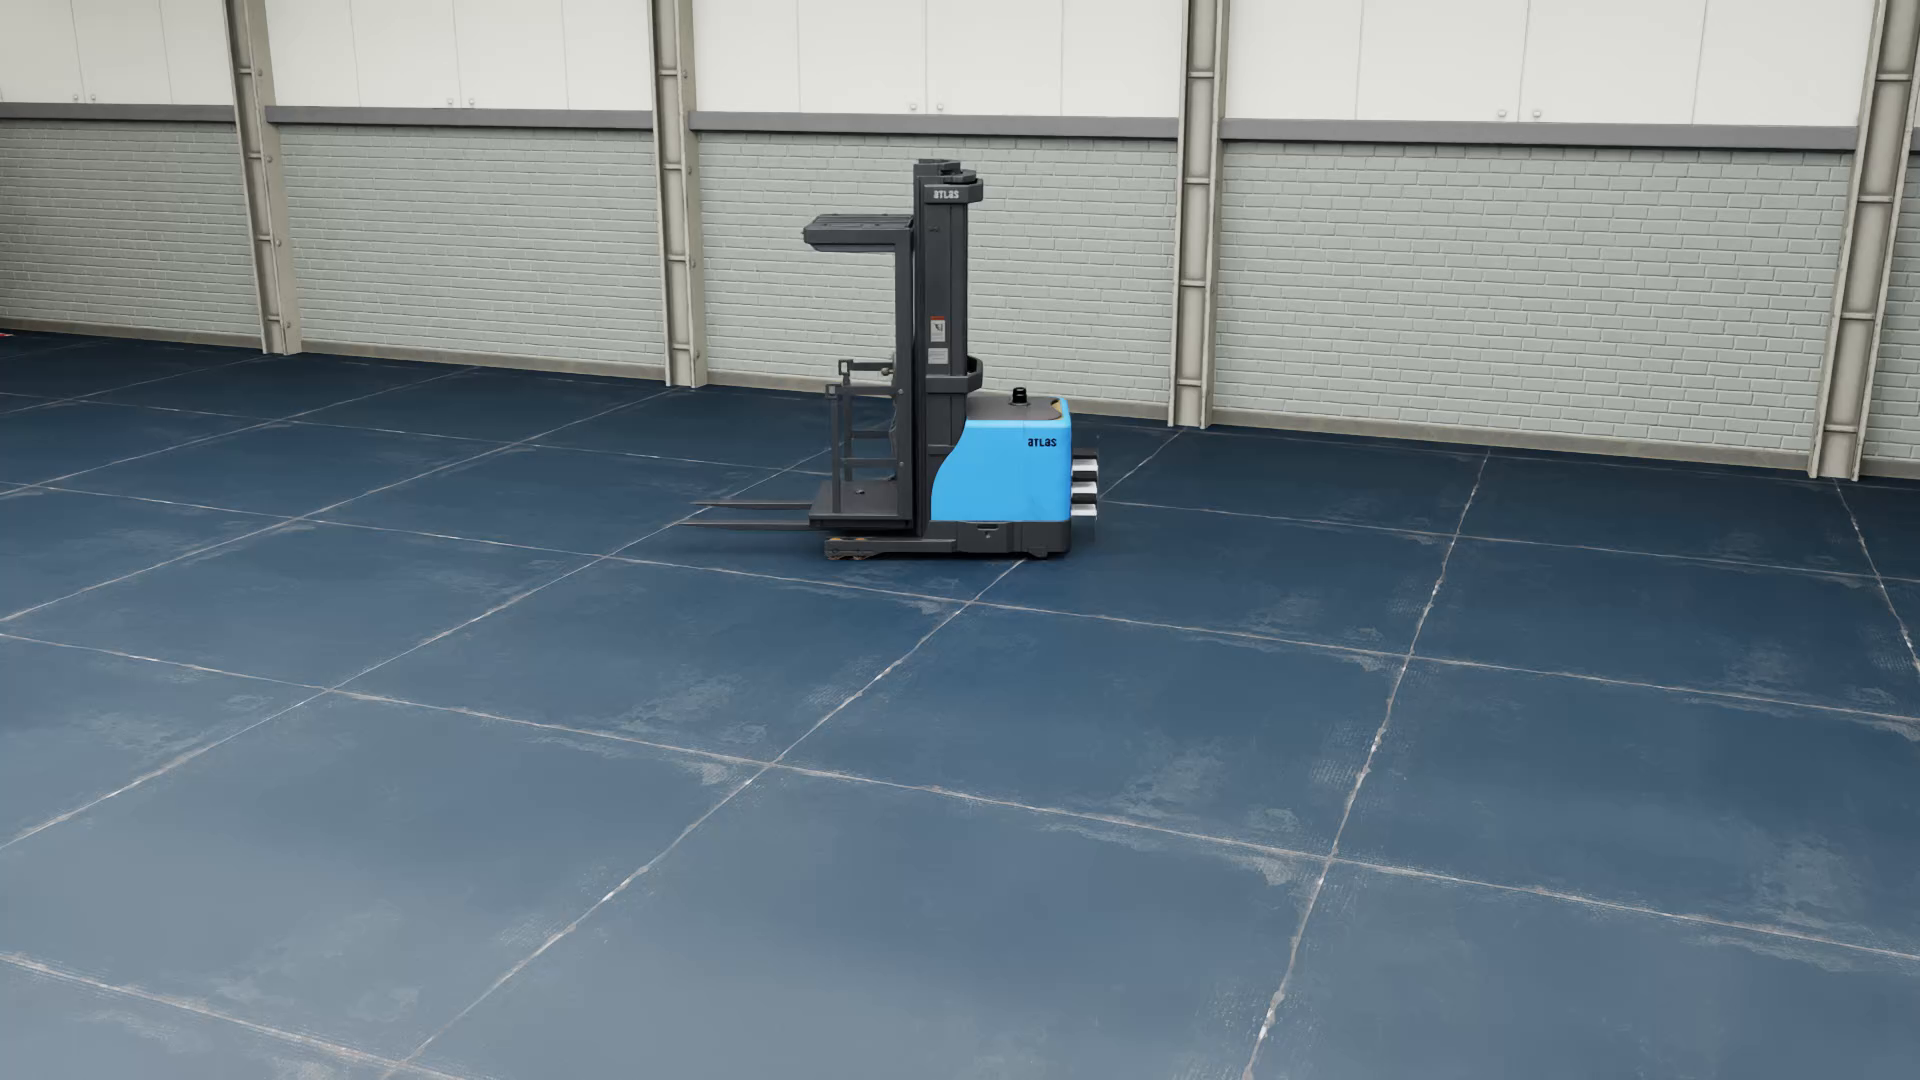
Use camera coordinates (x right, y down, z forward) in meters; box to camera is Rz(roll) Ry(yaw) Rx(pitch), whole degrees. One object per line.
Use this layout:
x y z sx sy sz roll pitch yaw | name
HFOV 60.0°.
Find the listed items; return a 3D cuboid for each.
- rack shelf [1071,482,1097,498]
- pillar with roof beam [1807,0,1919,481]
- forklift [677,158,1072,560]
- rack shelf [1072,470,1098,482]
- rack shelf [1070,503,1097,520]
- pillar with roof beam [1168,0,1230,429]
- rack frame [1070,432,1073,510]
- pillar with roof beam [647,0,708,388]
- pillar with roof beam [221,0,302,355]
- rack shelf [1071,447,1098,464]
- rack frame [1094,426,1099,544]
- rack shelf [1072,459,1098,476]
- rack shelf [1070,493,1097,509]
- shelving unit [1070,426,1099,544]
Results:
0.971 -0.399 13.055 0.200 0.077 0.258 0 16 1 | rack shelf
6.397 -3.795 10.105 0.400 9.000 9.100 6 17 21 | pillar with roof beam
-0.656 -1.403 12.748 3.031 2.935 1.130 0 16 1 | forklift
0.971 -0.486 13.030 0.200 0.077 0.258 0 16 1 | rack shelf
0.971 -0.227 13.105 0.200 0.077 0.258 0 16 1 | rack shelf
0.815 -4.409 12.220 0.400 9.000 9.100 6 17 21 | pillar with roof beam
0.869 -0.432 13.048 0.006 0.900 0.240 0 16 1 | rack frame
-4.766 -5.023 14.334 0.400 9.000 9.100 6 17 21 | pillar with roof beam
-10.348 -5.636 16.448 0.400 9.000 9.100 6 17 21 | pillar with roof beam
0.971 -0.659 12.980 0.200 0.077 0.258 0 16 1 | rack shelf
1.072 -0.431 13.043 0.006 0.900 0.240 0 16 1 | rack frame
0.971 -0.572 13.005 0.200 0.077 0.258 0 16 1 | rack shelf
0.971 -0.313 13.080 0.200 0.077 0.258 0 16 1 | rack shelf
0.971 -0.431 13.046 0.210 0.900 0.258 0 16 1 | shelving unit
